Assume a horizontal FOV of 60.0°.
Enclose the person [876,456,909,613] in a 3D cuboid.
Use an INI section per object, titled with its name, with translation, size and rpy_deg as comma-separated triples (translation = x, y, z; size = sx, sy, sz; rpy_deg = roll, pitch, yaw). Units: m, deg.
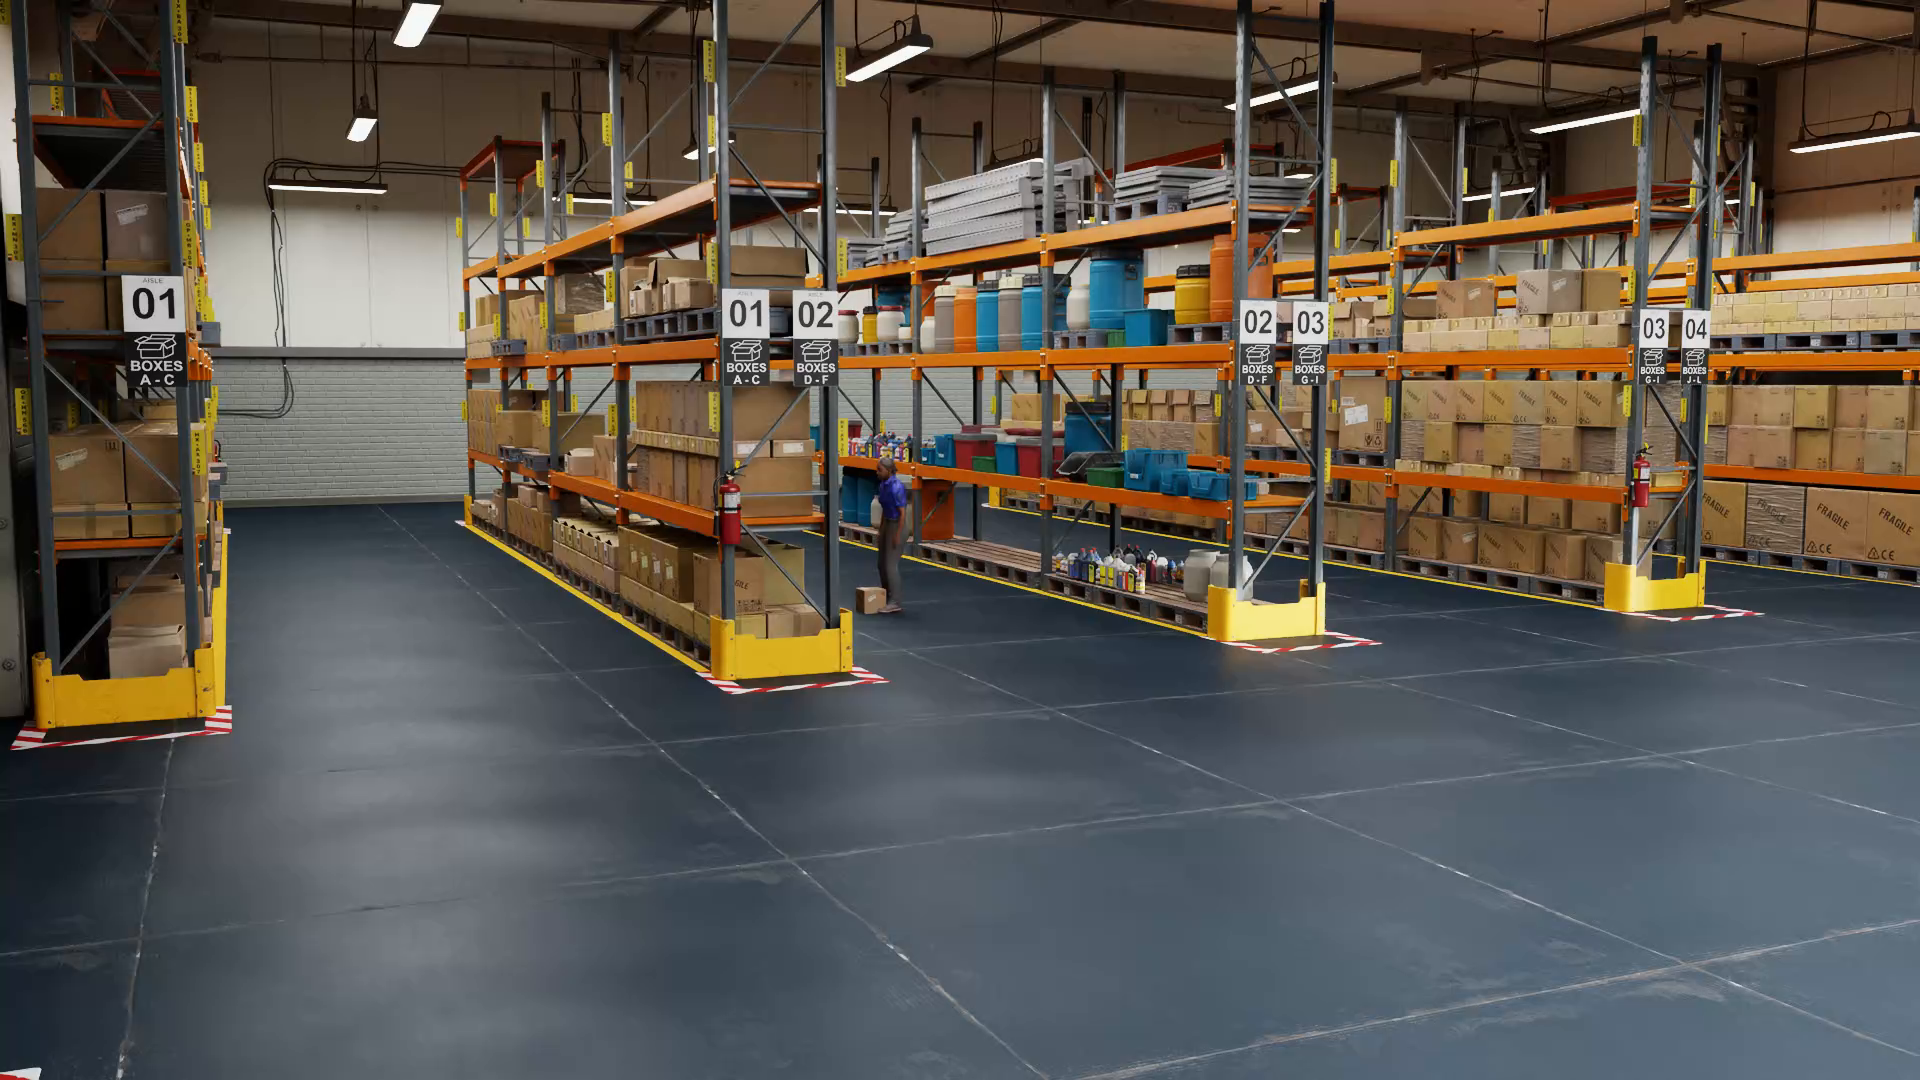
[person]
translation = -0.760, -0.065, 17.707
size = 0.393, 1.655, 0.523
rpy_deg = -3, 6, -25
